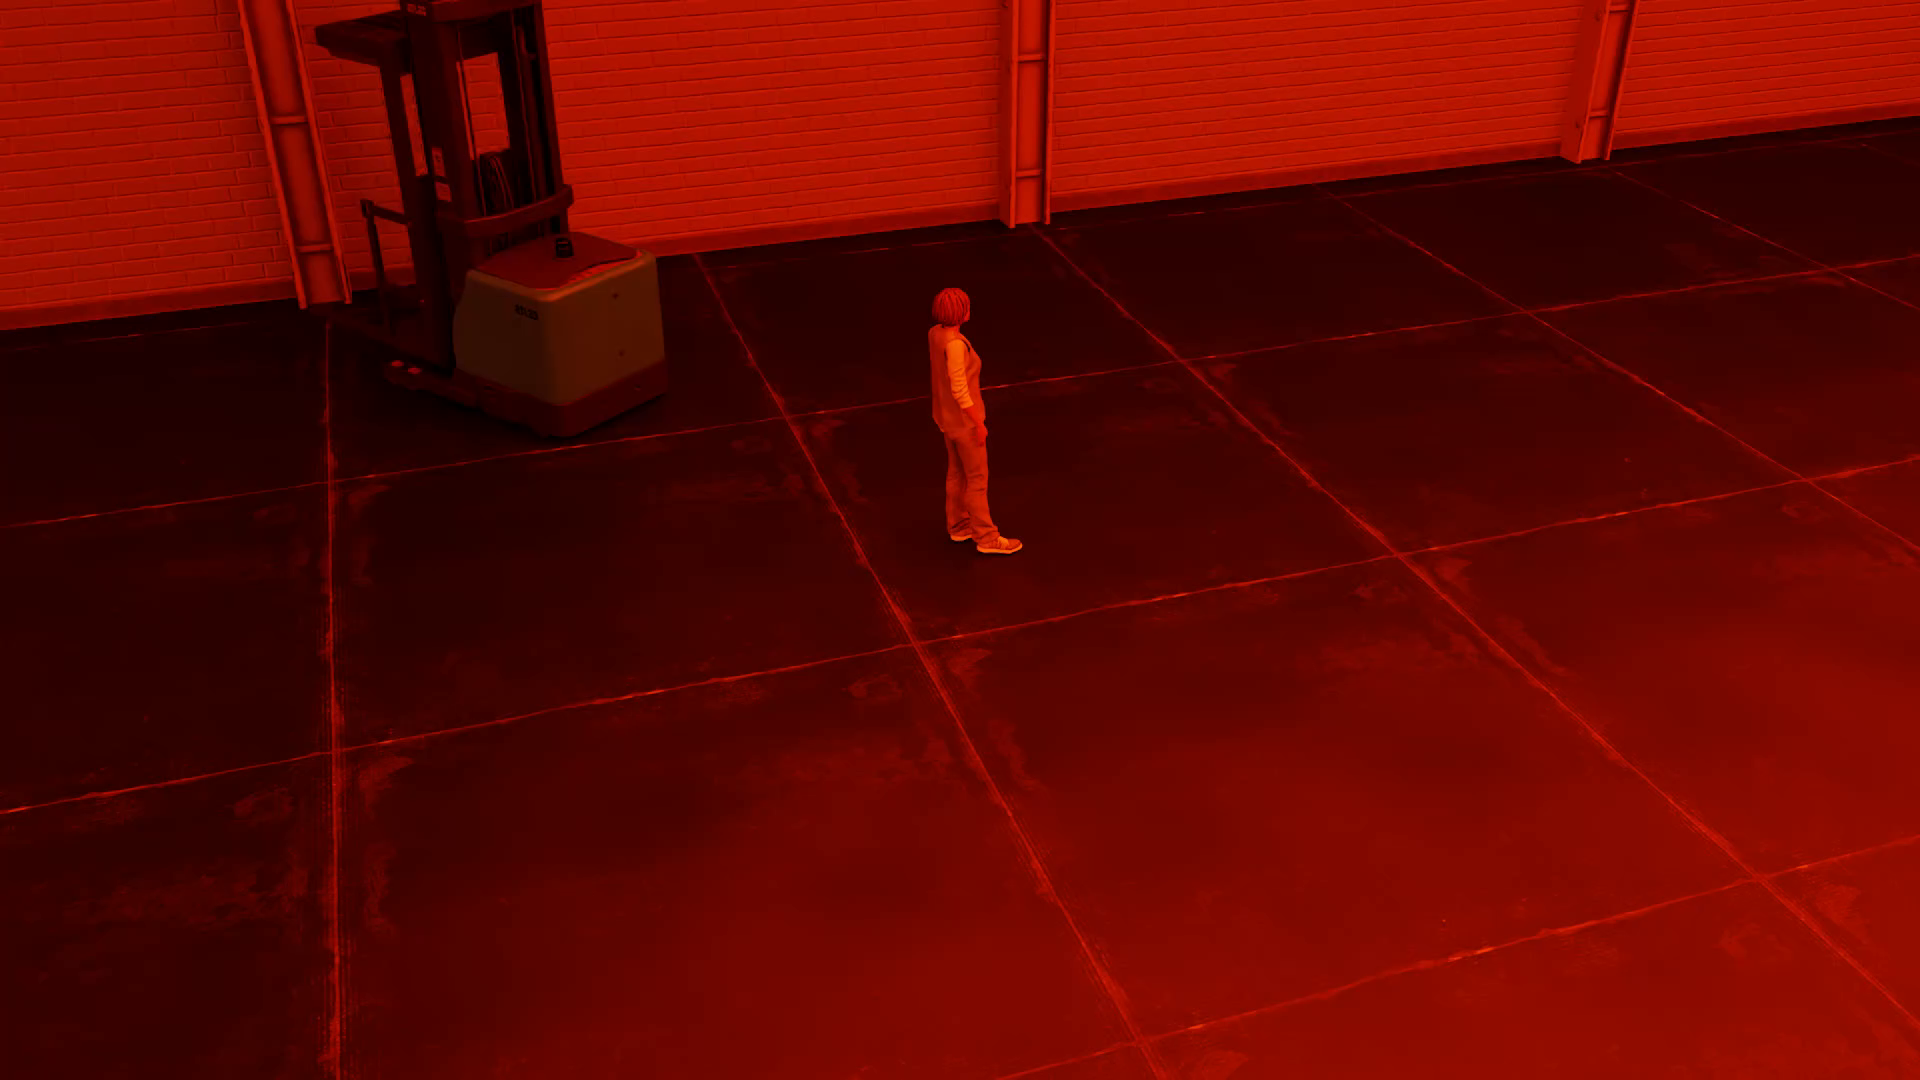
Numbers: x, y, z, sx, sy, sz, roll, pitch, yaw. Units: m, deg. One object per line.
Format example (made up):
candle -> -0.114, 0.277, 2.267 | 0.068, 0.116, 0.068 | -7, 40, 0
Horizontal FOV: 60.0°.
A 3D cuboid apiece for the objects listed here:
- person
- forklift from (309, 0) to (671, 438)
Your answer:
person -> 0.075, -0.704, 9.634 | 0.473, 1.599, 0.521 | -10, 31, -16
forklift -> -3.533, -2.526, 11.478 | 3.031, 2.935, 1.130 | 20, 35, 31
